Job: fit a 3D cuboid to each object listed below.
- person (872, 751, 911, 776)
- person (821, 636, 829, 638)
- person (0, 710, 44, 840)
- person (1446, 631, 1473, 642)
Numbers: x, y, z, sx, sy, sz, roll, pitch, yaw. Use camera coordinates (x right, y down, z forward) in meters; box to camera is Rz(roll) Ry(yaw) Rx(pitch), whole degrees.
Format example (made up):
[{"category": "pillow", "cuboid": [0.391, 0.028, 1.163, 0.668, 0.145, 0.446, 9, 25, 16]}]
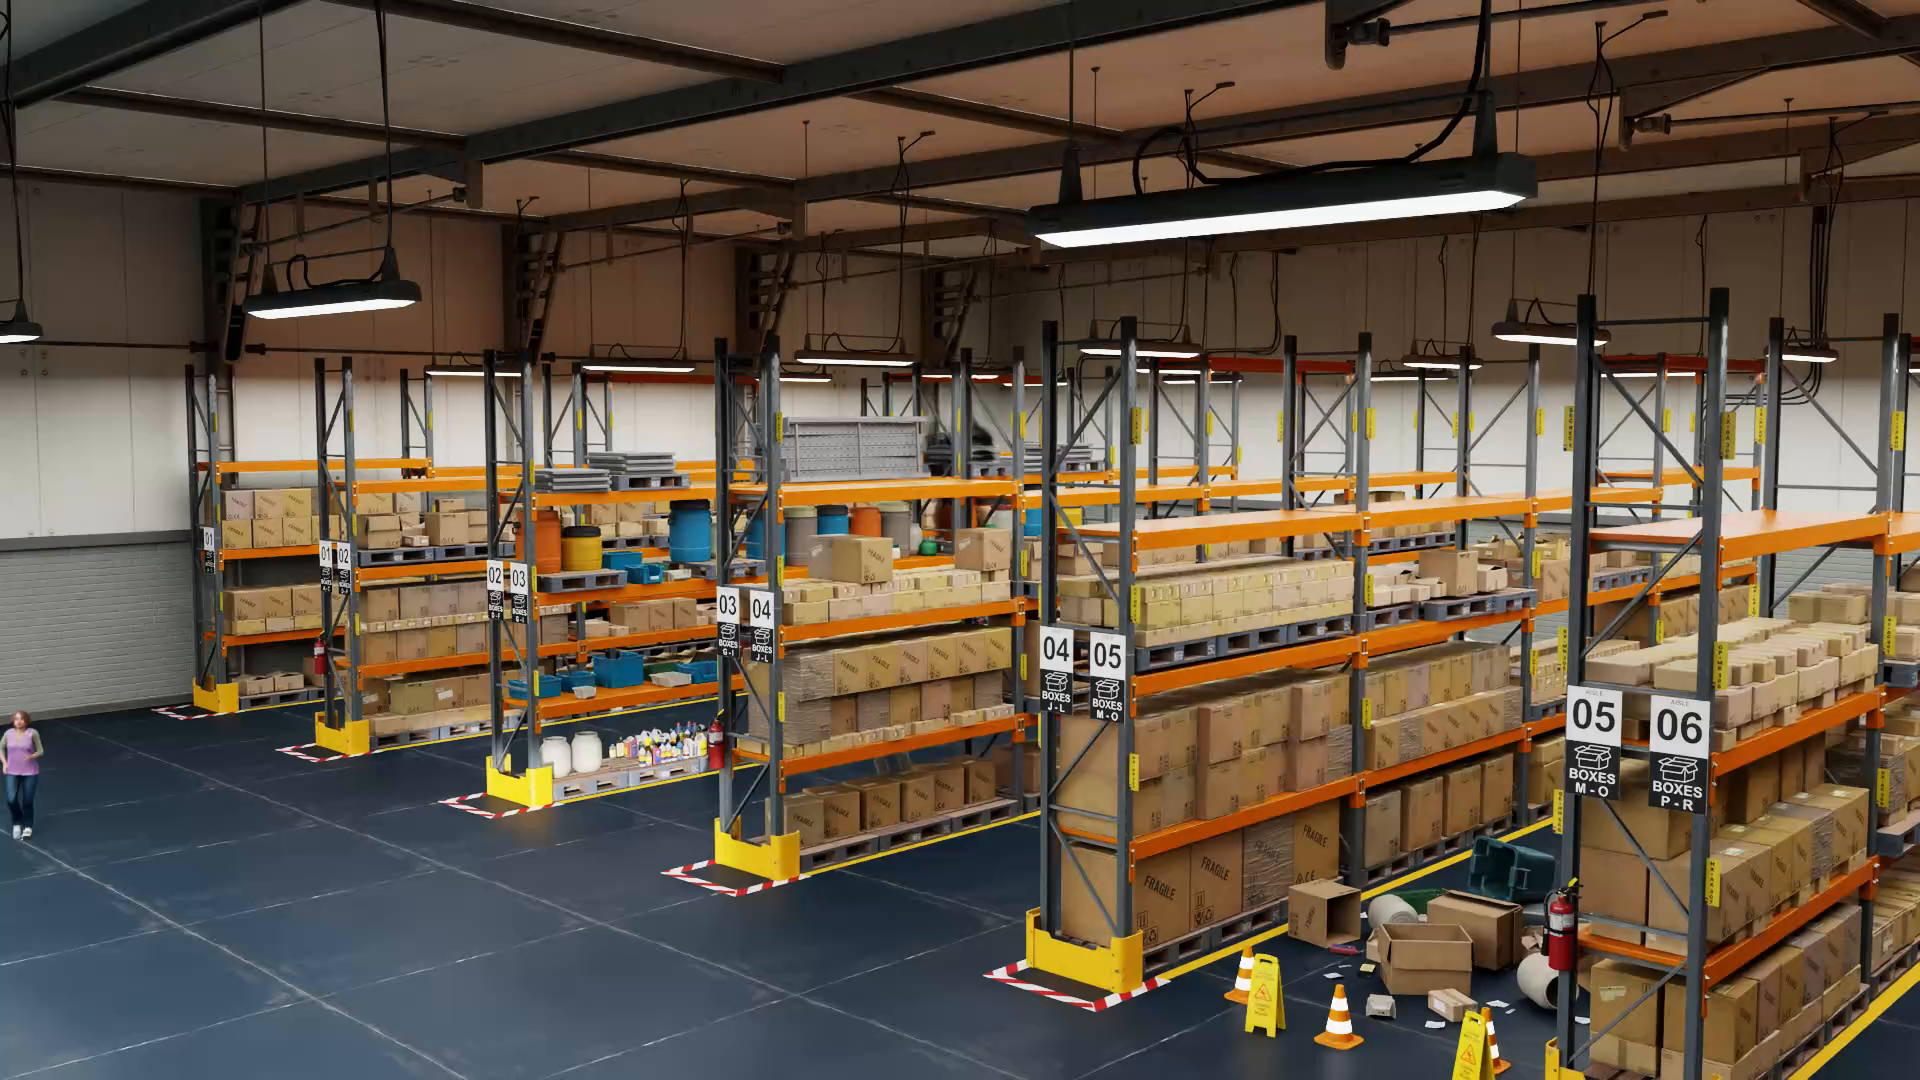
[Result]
[{"category": "person", "cuboid": [-0.921, 2.607, 22.688, 0.613, 1.722, 0.909, 2, 5, 28]}, {"category": "person", "cuboid": [-2.232, 2.141, 28.272, 0.564, 1.655, 0.969, 4, 6, 41]}, {"category": "person", "cuboid": [-11.319, 2.835, 20.027, 0.522, 1.569, 0.592, -2, 5, -22]}, {"category": "person", "cuboid": [8.095, 2.217, 26.949, 0.636, 1.833, 0.874, 3, 5, 36]}]
